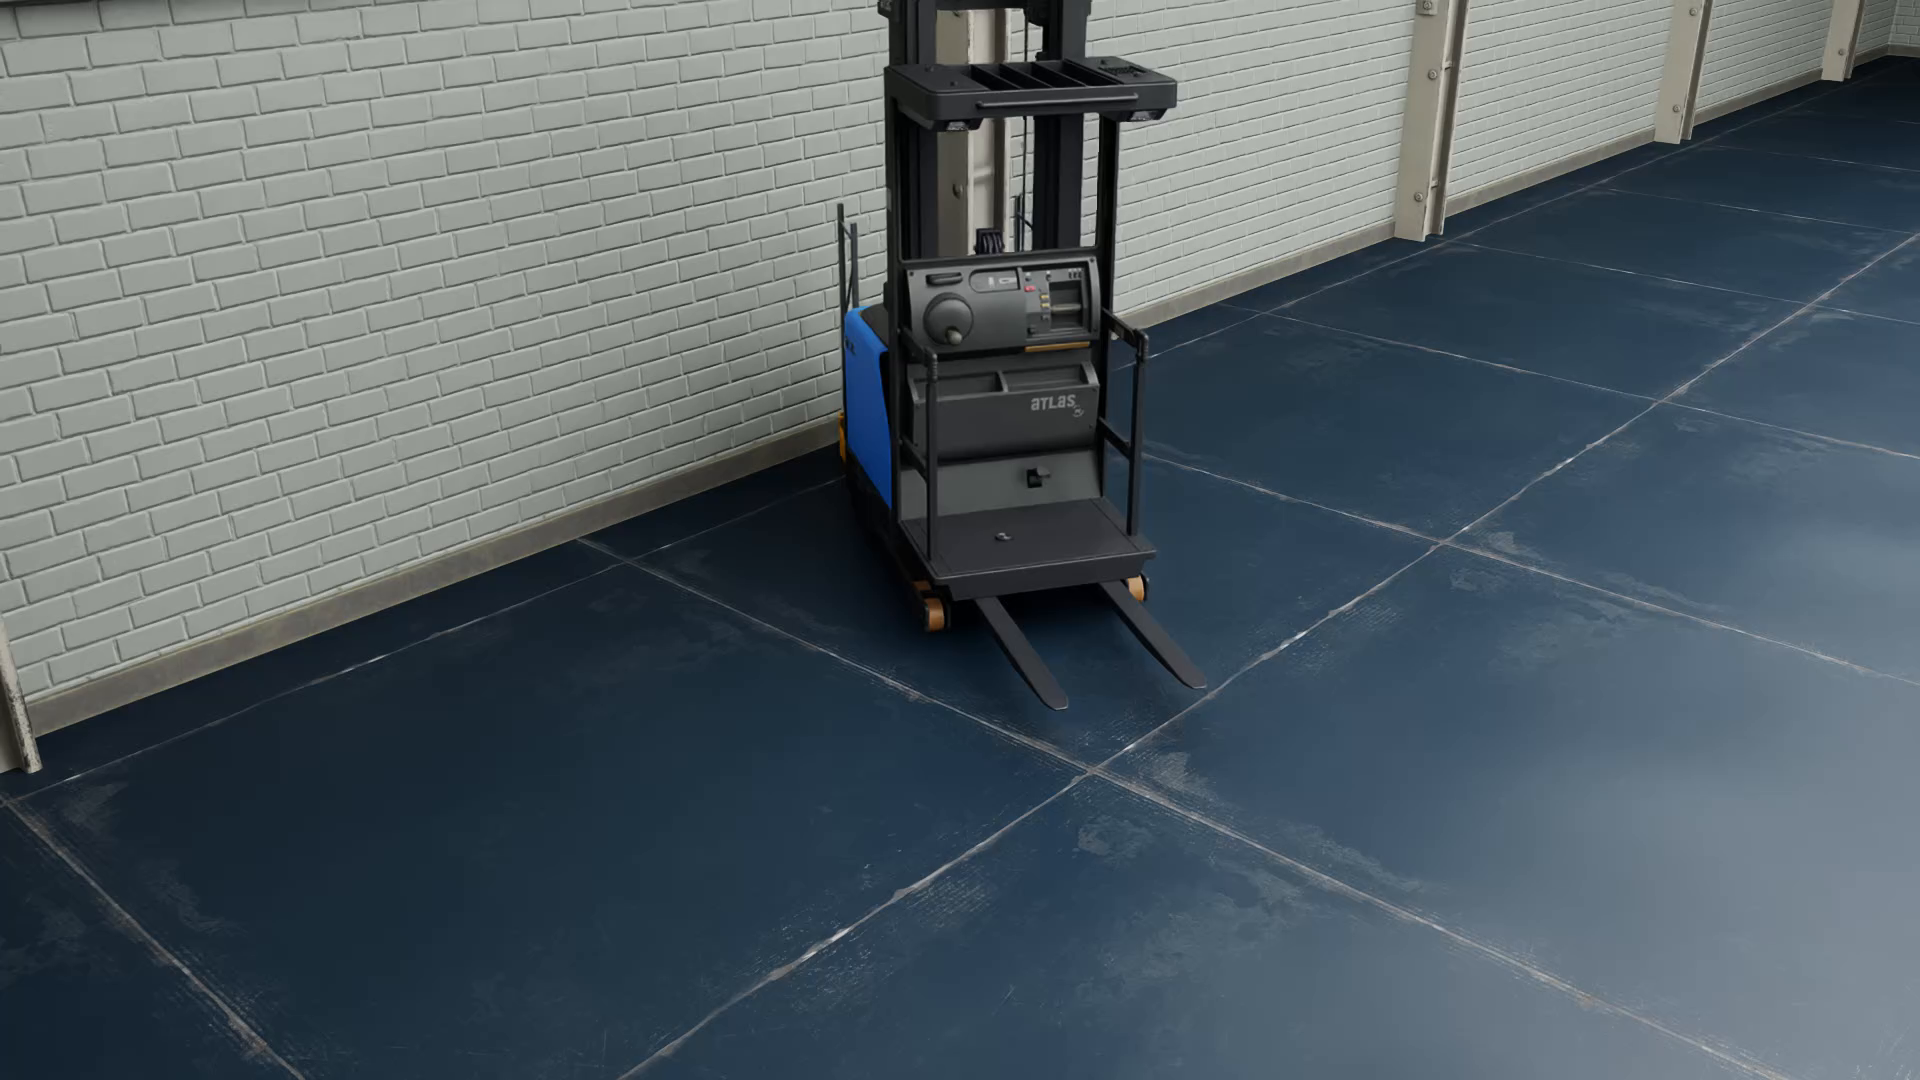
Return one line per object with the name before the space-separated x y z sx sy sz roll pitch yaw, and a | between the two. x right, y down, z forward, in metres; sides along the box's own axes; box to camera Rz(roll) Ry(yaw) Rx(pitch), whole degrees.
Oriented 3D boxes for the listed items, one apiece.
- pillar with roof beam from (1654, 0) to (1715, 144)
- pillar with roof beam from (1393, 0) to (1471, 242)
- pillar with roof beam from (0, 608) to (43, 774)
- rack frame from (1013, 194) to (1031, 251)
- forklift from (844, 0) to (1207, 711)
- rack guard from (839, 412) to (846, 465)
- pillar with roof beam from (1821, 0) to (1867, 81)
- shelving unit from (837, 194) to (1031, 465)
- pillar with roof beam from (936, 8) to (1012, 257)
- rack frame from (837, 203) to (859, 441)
pillar with roof beam | 11.279 -7.476 14.425 9.100 9.000 0.400 20 31 38
pillar with roof beam | 7.274 -5.648 10.348 9.100 9.000 0.400 20 31 38
pillar with roof beam | -0.735 -1.992 2.194 9.100 9.000 0.400 20 31 38
rack frame | 0.375 -1.188 9.565 0.032 1.500 0.500 -5 25 -12
forklift | 0.271 -1.084 7.585 1.130 2.935 3.031 -7 25 -15
rack guard | -0.616 -0.526 9.618 0.087 0.250 0.587 -5 25 -12
pillar with roof beam | 15.283 -9.304 18.502 9.100 9.000 0.400 20 31 38
shelving unit | -0.130 -1.141 9.462 1.083 1.500 0.587 -5 25 -12
pillar with roof beam | 3.270 -3.820 6.271 9.100 9.000 0.400 20 31 38
rack frame | -0.617 -1.096 9.362 0.032 1.500 0.500 -5 25 -12
